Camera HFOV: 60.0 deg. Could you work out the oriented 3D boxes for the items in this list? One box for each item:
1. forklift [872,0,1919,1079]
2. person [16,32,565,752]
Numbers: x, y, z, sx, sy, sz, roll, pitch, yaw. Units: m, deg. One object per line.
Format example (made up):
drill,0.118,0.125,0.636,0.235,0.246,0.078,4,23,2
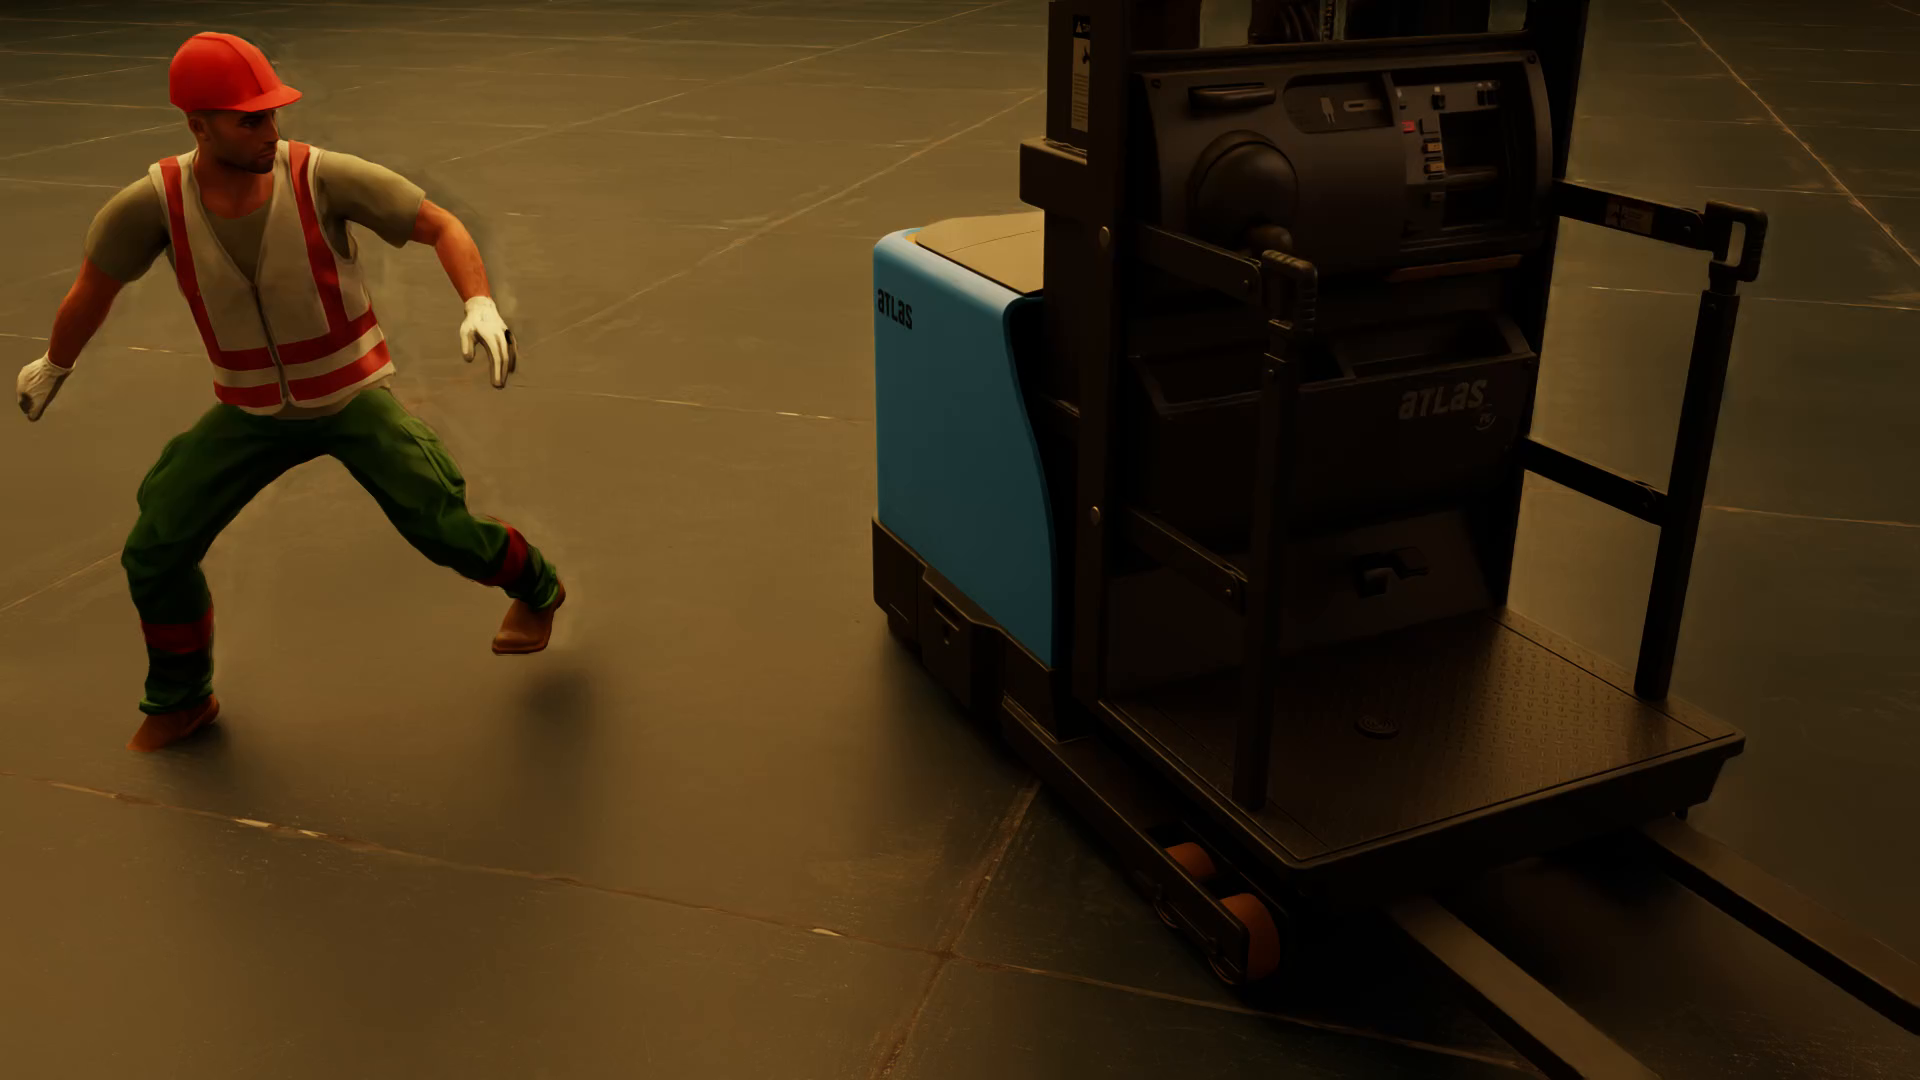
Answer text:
forklift,0.854,-0.715,3.013,1.130,2.935,3.031,-10,25,-23
person,-1.603,-0.308,3.839,1.205,1.674,0.527,-2,23,-6
